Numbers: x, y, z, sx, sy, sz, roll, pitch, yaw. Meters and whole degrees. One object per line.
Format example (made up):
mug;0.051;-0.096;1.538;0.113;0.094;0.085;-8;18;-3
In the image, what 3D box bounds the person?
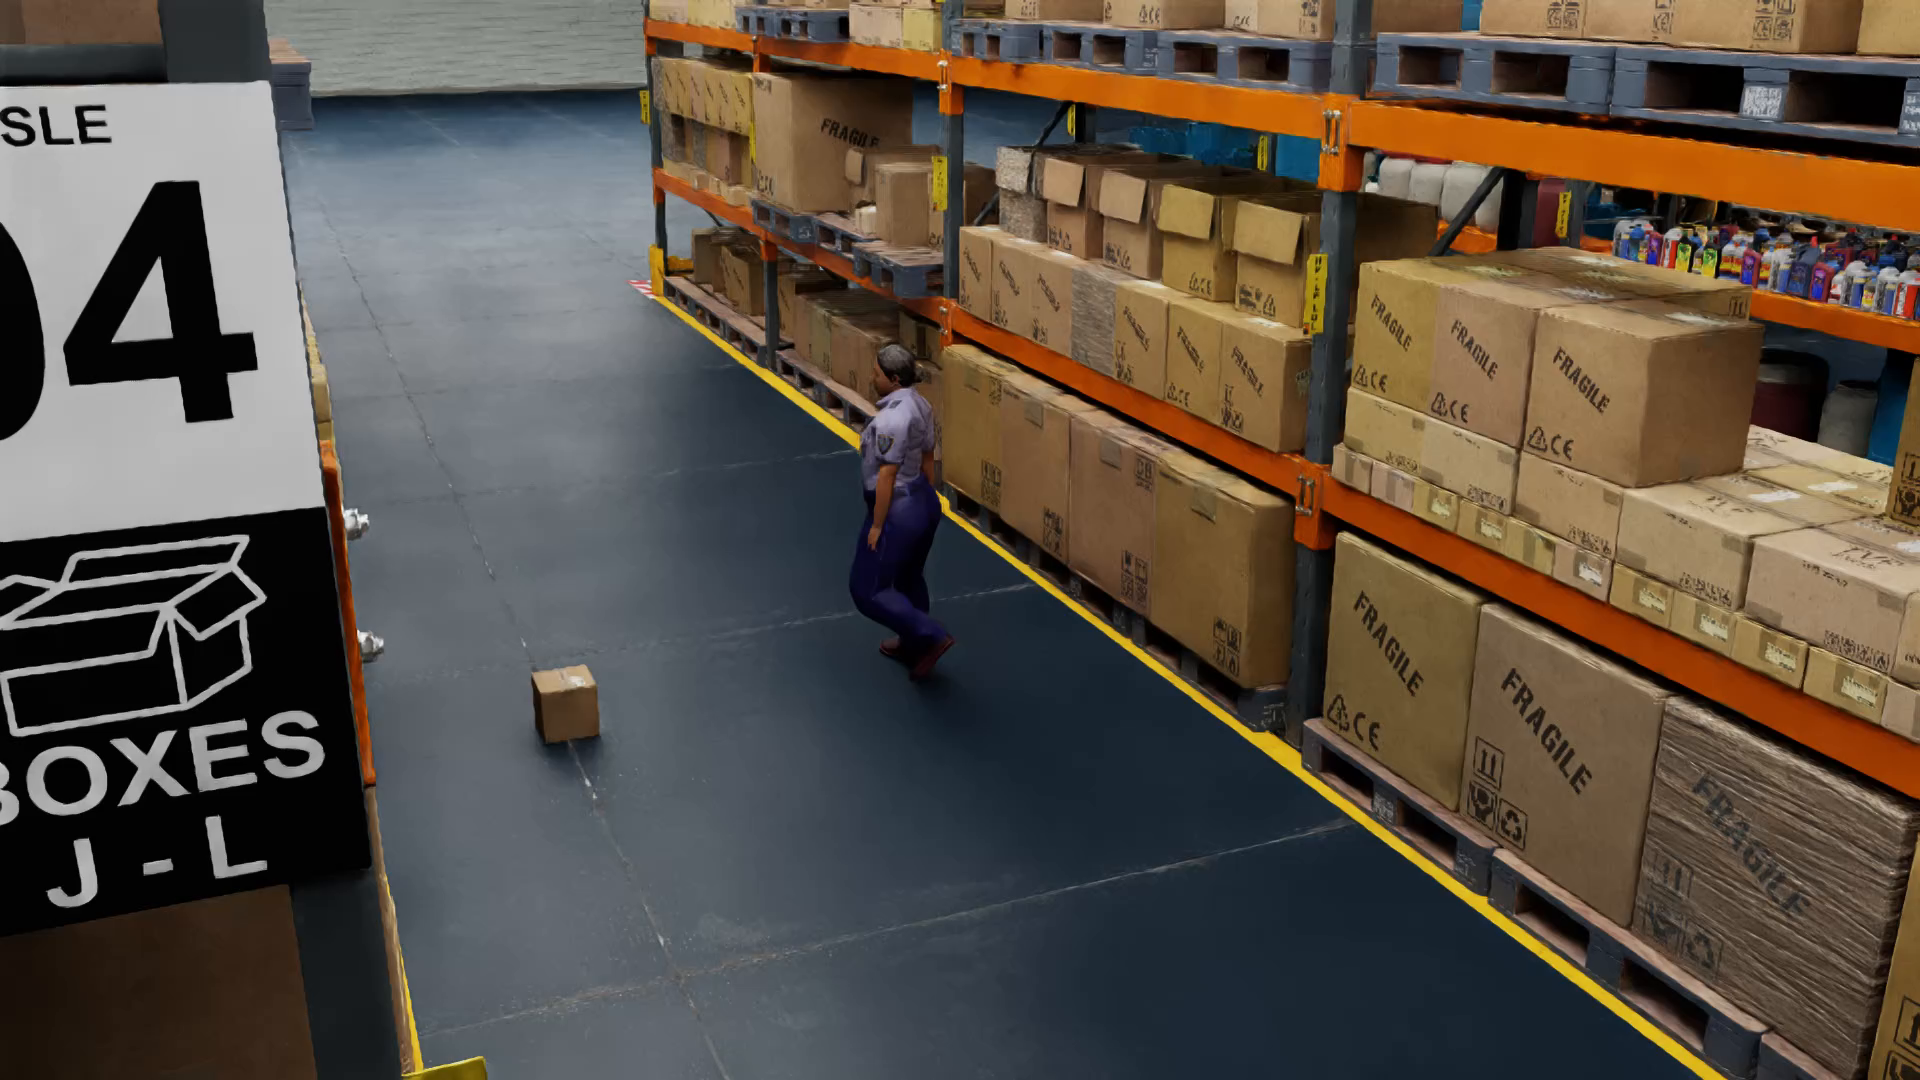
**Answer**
person;-0.241;-0.119;7.885;0.495;1.645;0.606;6;20;16
